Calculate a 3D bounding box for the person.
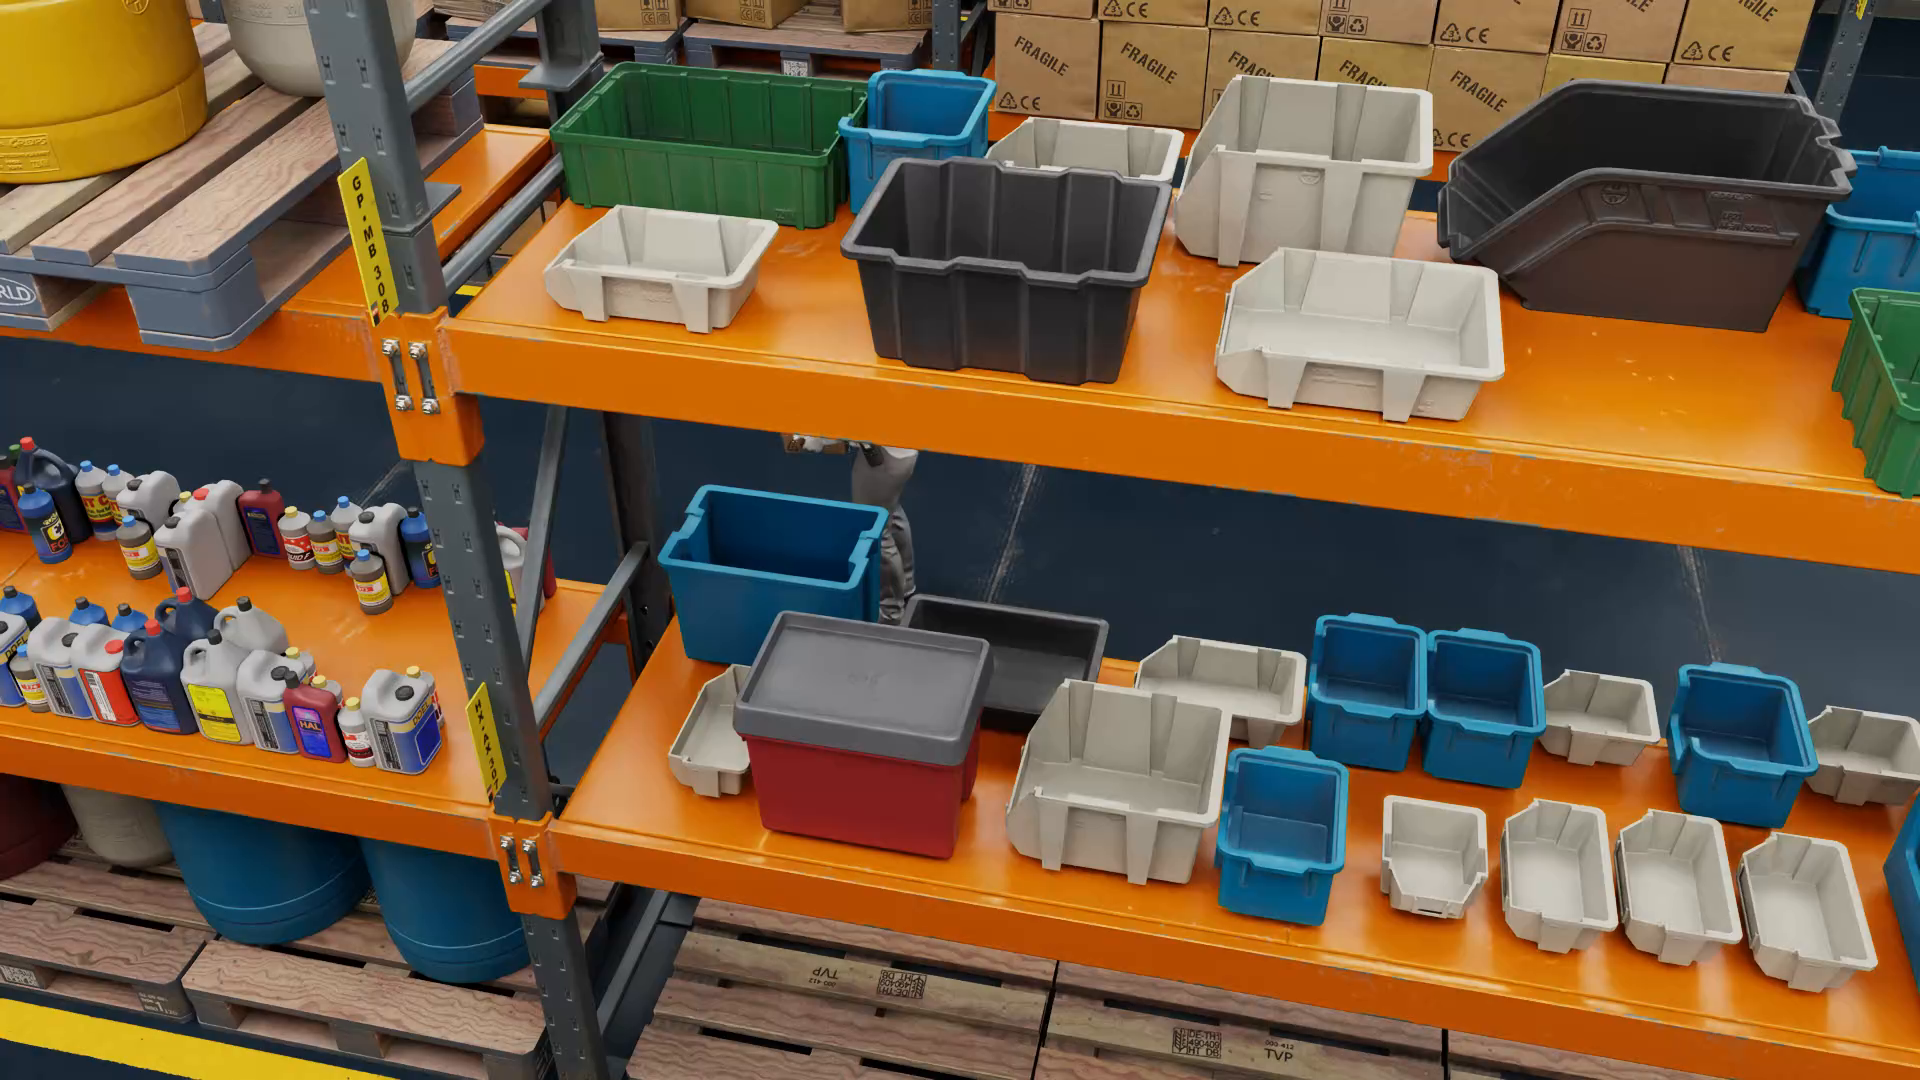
[{"bbox_3d":[-0.374,-0.391,6.645,0.517,1.692,0.470,7,37,10],"label":"person"}]
